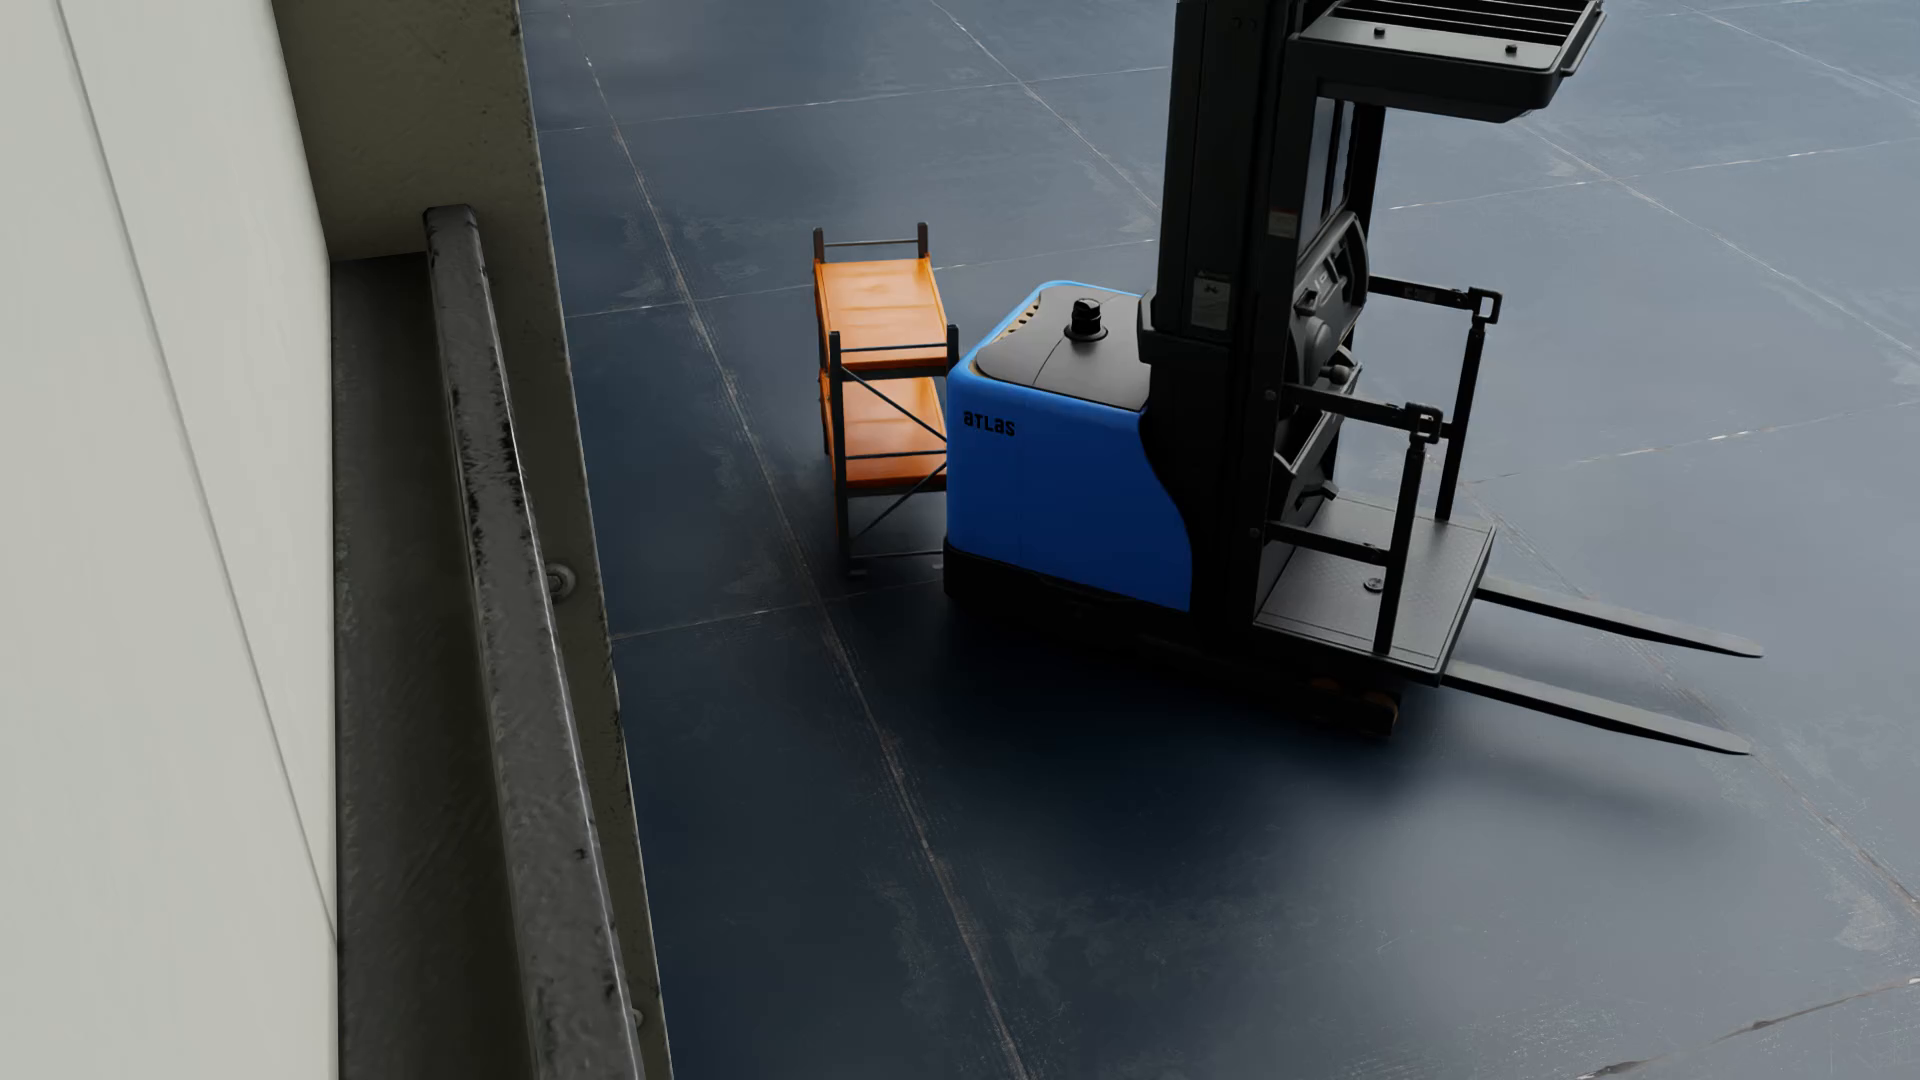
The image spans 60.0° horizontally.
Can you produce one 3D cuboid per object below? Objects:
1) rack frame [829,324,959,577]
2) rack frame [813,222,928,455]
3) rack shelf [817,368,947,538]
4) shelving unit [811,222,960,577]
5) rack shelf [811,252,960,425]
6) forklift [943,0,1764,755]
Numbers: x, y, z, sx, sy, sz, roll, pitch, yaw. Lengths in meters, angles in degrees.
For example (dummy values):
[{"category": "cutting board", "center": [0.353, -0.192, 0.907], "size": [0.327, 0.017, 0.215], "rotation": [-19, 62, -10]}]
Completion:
[{"category": "rack frame", "center": [-0.255, -0.342, 6.710], "size": [0.500, 1.125, 0.032], "rotation": [-4, 34, -6]}, {"category": "rack frame", "center": [-0.389, -0.897, 7.550], "size": [0.500, 1.125, 0.032], "rotation": [-4, 34, -6]}, {"category": "rack shelf", "center": [-0.322, -0.416, 7.265], "size": [0.538, 0.278, 1.000], "rotation": [-4, 34, -6]}, {"category": "shelving unit", "center": [-0.322, -0.620, 7.130], "size": [0.538, 1.125, 1.048], "rotation": [-4, 34, -6]}, {"category": "rack shelf", "center": [-0.322, -0.864, 6.969], "size": [0.538, 0.278, 1.000], "rotation": [-4, 34, -6]}, {"category": "forklift", "center": [1.488, -0.833, 5.815], "size": [3.031, 2.935, 1.130], "rotation": [15, 36, 21]}]
